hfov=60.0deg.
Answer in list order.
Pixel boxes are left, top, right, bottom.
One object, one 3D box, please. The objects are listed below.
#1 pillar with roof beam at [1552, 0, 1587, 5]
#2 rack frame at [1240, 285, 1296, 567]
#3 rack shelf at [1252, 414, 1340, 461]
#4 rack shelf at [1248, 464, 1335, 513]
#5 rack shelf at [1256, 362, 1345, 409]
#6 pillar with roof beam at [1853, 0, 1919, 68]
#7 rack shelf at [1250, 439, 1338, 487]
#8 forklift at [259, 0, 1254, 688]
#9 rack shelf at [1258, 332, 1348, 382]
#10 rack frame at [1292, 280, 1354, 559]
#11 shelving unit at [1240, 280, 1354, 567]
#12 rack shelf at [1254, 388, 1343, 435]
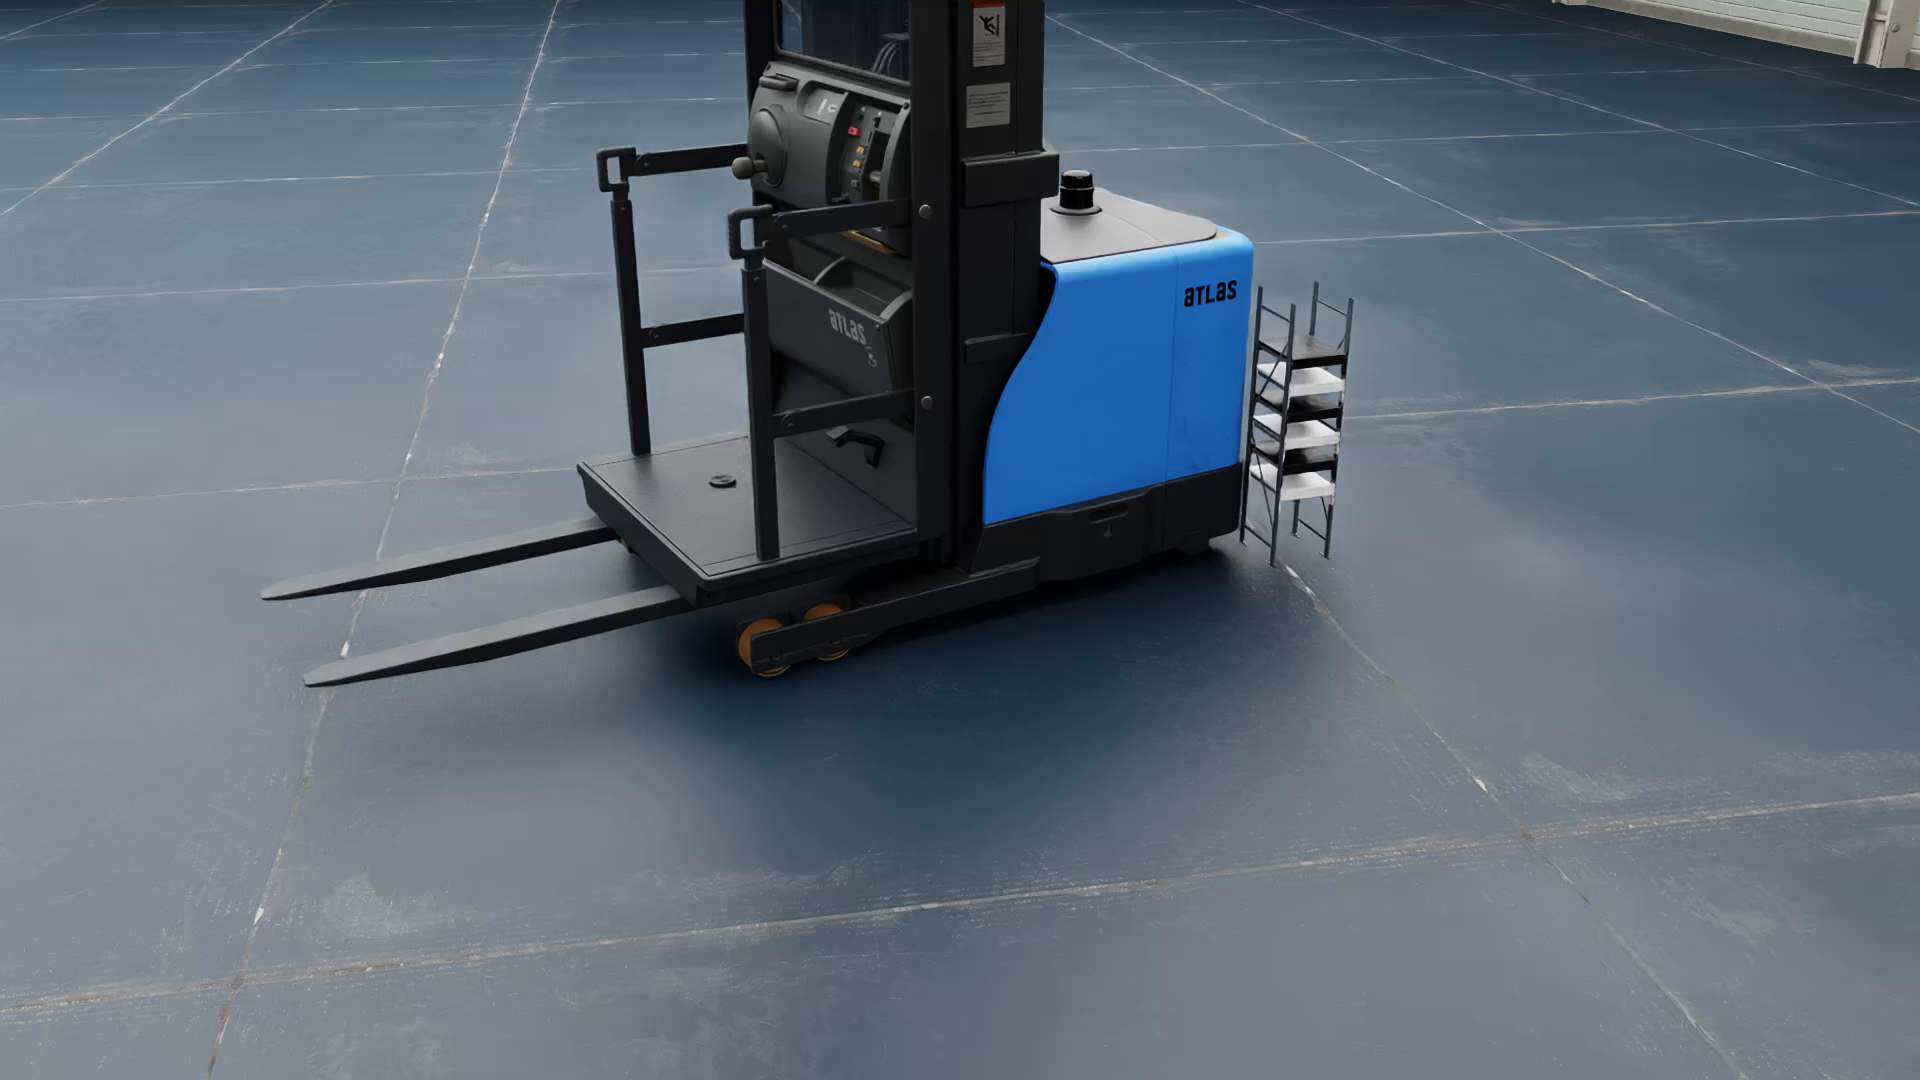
[{"bbox_3d":[3.846,-10.908,19.482,9.100,9.000,0.400,-4,24,-10],"label":"pillar with roof beam"},{"bbox_3d":[1.008,-0.367,5.466,0.006,0.900,0.240,-8,25,-17],"label":"rack frame"},{"bbox_3d":[1.104,-0.349,5.508,0.200,0.077,0.258,-8,25,-17],"label":"rack shelf"},{"bbox_3d":[1.104,-0.184,5.581,0.200,0.077,0.258,-8,25,-17],"label":"rack shelf"},{"bbox_3d":[1.104,-0.514,5.436,0.200,0.077,0.258,-8,25,-17],"label":"rack shelf"},{"bbox_3d":[4.955,-8.548,14.079,9.100,9.000,0.400,-4,24,-10],"label":"pillar with roof beam"},{"bbox_3d":[1.104,-0.267,5.545,0.200,0.077,0.258,-8,25,-17],"label":"rack shelf"},{"bbox_3d":[-0.575,-1.186,4.804,3.031,2.935,1.130,-14,27,-28],"label":"forklift"},{"bbox_3d":[1.104,-0.597,5.400,0.200,0.077,0.258,-8,25,-17],"label":"rack shelf"},{"bbox_3d":[1.201,-0.393,5.524,0.006,0.900,0.240,-8,25,-17],"label":"rack frame"},{"bbox_3d":[1.104,-0.380,5.495,0.210,0.900,0.258,-8,25,-17],"label":"shelving unit"},{"bbox_3d":[1.104,-0.432,5.472,0.200,0.077,0.258,-8,25,-17],"label":"rack shelf"}]
